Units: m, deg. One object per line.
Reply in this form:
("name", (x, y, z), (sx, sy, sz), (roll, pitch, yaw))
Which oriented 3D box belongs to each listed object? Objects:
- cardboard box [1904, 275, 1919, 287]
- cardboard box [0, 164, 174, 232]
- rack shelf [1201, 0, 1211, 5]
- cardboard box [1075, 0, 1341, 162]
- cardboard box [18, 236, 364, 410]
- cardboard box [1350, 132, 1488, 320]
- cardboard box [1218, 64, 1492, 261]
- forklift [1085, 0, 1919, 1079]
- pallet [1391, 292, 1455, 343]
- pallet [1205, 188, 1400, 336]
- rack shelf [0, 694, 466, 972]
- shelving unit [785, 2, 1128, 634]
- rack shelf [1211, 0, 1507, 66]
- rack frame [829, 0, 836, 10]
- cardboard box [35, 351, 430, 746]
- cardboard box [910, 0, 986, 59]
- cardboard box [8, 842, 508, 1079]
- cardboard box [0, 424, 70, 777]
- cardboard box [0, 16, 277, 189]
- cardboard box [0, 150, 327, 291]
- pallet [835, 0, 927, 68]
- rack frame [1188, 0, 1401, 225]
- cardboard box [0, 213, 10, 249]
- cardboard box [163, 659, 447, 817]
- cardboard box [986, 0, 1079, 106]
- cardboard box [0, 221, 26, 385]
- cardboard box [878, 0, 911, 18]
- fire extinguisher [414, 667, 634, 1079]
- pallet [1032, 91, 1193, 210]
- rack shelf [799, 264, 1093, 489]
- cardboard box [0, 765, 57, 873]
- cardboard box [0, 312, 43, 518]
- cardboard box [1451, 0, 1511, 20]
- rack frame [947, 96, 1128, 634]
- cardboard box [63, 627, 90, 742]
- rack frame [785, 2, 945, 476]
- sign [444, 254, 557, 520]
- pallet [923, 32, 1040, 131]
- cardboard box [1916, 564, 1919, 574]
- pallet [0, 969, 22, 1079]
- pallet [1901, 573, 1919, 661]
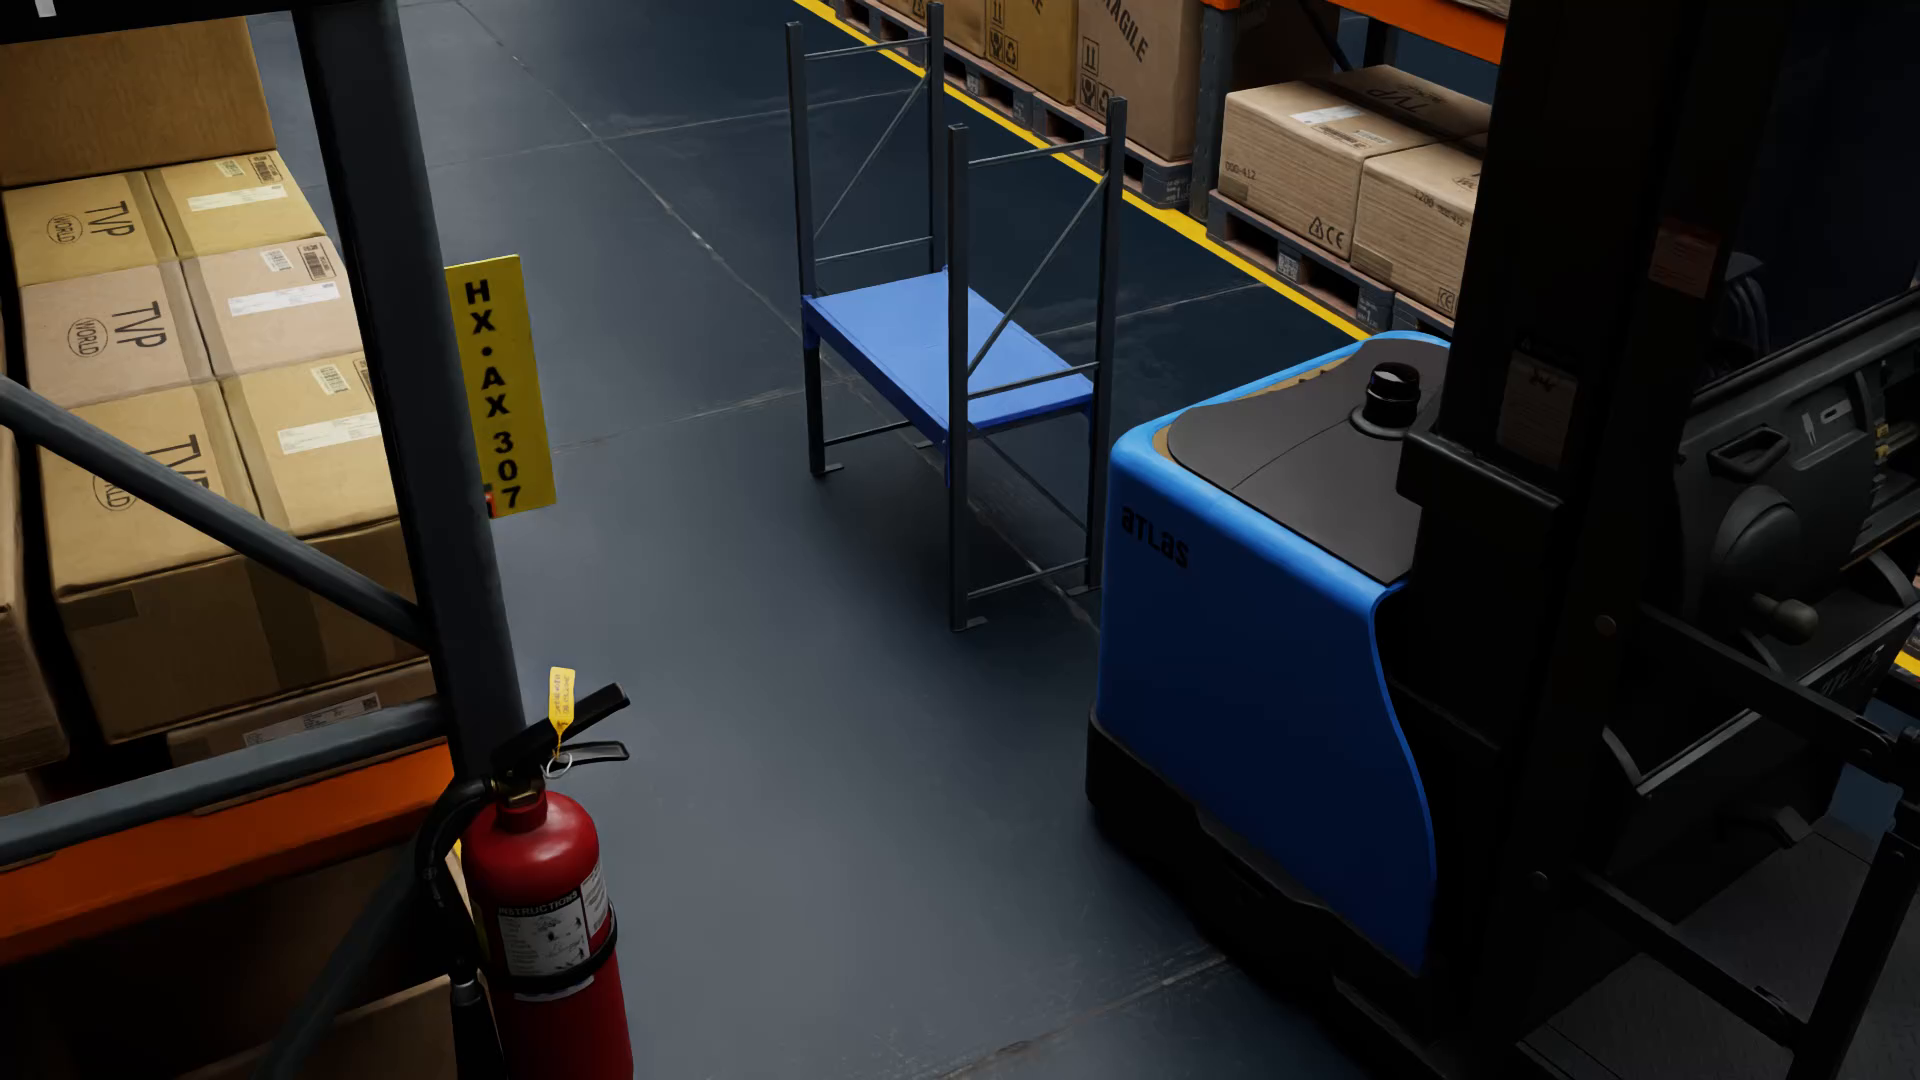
("cardboard box", (2.540, -0.743, 5.614), (0.875, 0.438, 0.875), (-15, 36, -22))
("cardboard box", (-1.724, -0.737, 3.482), (0.500, 0.250, 0.500), (-17, 36, -24))
("rack shelf", (0.573, -3.481, 8.569), (1.077, 0.370, 4.000), (-16, 36, -23))
("cardboard box", (1.145, -2.387, 7.775), (0.875, 0.875, 0.875), (-15, 35, -22))
("cardboard box", (-1.228, -0.257, 2.733), (0.500, 0.250, 0.500), (-15, 36, -23))
("cardboard box", (2.121, -1.173, 6.287), (0.875, 0.438, 0.875), (-17, 36, -24))
("cardboard box", (1.703, -1.600, 6.953), (0.875, 0.438, 0.875), (-16, 36, -24))
("forklift", (1.592, -0.075, 2.650), (1.130, 2.935, 3.031), (-22, 39, -30))
("pallet", (2.363, -0.689, 6.130), (1.003, 0.211, 1.213), (-16, 36, -23))
("pallet", (1.791, -1.272, 7.040), (1.003, 0.211, 1.213), (-16, 36, -23))
("rack shelf", (-1.952, -0.321, 3.638), (1.077, 0.370, 4.000), (-16, 36, -23))
("shelving unit", (-0.040, -0.672, 4.909), (0.538, 1.500, 1.048), (-16, 36, -23))
("rack shelf", (2.438, -1.572, 5.589), (1.077, 0.370, 4.000), (-16, 36, -23))
("rack frame", (-0.360, -4.738, 9.865), (1.000, 3.000, 0.127), (-16, 36, -23))
("cardboard box", (-0.992, -0.016, 2.358), (0.500, 0.250, 0.500), (-16, 36, -23))
("cardboard box", (0.301, -3.243, 9.111), (0.875, 0.875, 0.875), (-15, 36, -23))
("cardboard box", (-1.221, 0.889, 3.007), (0.797, 0.503, 0.637), (-17, 37, -25))
("cardboard box", (-1.468, 0.115, 2.153), (0.500, 0.250, 0.500), (-15, 36, -22))
("cardboard box", (-1.692, -1.048, 3.273), (0.500, 0.500, 0.500), (-15, 36, -22))
("cardboard box", (-1.467, -0.498, 3.110), (0.500, 0.250, 0.500), (-17, 36, -24))
("pallet", (-0.059, -3.169, 10.000), (1.003, 0.211, 1.213), (-16, 36, -23))
("rack frame", (1.505, -2.829, 6.885), (1.000, 3.000, 0.127), (-16, 36, -23))
("cardboard box", (-2.178, -0.618, 3.298), (0.500, 0.250, 0.500), (-16, 36, -23))
("cardboard box", (-0.930, 0.210, 2.374), (0.380, 0.149, 0.250), (-16, 36, -23))
("cardboard box", (0.717, -2.816, 8.445), (0.875, 0.875, 0.875), (-15, 36, -22))
("cardboard box", (-1.935, -0.369, 2.908), (0.500, 0.250, 0.500), (-15, 35, -22))
("cardboard box", (-0.111, -3.670, 9.777), (0.875, 0.875, 0.875), (-16, 36, -24))
("fire extinguisher", (-0.542, 0.474, 2.147), (0.296, 0.674, 0.183), (-16, 36, -23))
("pallet", (1.079, -2.004, 8.183), (1.003, 0.211, 1.213), (-16, 36, -23))
("rack shelf", (-0.040, -0.521, 5.006), (0.538, 0.185, 1.000), (-16, 36, -23))
("cardboard box", (-1.411, 0.345, 2.163), (0.380, 0.149, 0.250), (-16, 36, -24))
("cardboard box", (-1.708, -0.131, 2.537), (0.500, 0.250, 0.500), (-16, 36, -23))
("cardboard box", (1.950, -2.101, 5.656), (0.500, 0.500, 0.500), (-16, 36, -23))
("rack frame", (0.197, -0.430, 4.530), (0.500, 1.500, 0.032), (-16, 36, -23))
("cardboard box", (-1.475, 0.209, 2.377), (0.380, 0.149, 0.250), (-15, 35, -22))
("rack frame", (-0.277, -0.915, 5.288), (0.500, 1.500, 0.032), (-16, 36, -23))
("sign", (-0.539, -0.171, 1.934), (0.100, 0.325, 0.005), (-16, 36, -23))
("pallet", (0.506, -2.587, 9.092), (1.003, 0.211, 1.213), (-16, 36, -23))
("cardboard box", (2.974, -0.308, 4.936), (0.875, 0.438, 0.875), (-17, 36, -25))
("pallet", (-1.427, 1.088, 3.356), (1.003, 0.211, 1.213), (-16, 36, -23))
("pallet", (2.928, -0.108, 5.223), (1.003, 0.211, 1.213), (-16, 36, -23))
